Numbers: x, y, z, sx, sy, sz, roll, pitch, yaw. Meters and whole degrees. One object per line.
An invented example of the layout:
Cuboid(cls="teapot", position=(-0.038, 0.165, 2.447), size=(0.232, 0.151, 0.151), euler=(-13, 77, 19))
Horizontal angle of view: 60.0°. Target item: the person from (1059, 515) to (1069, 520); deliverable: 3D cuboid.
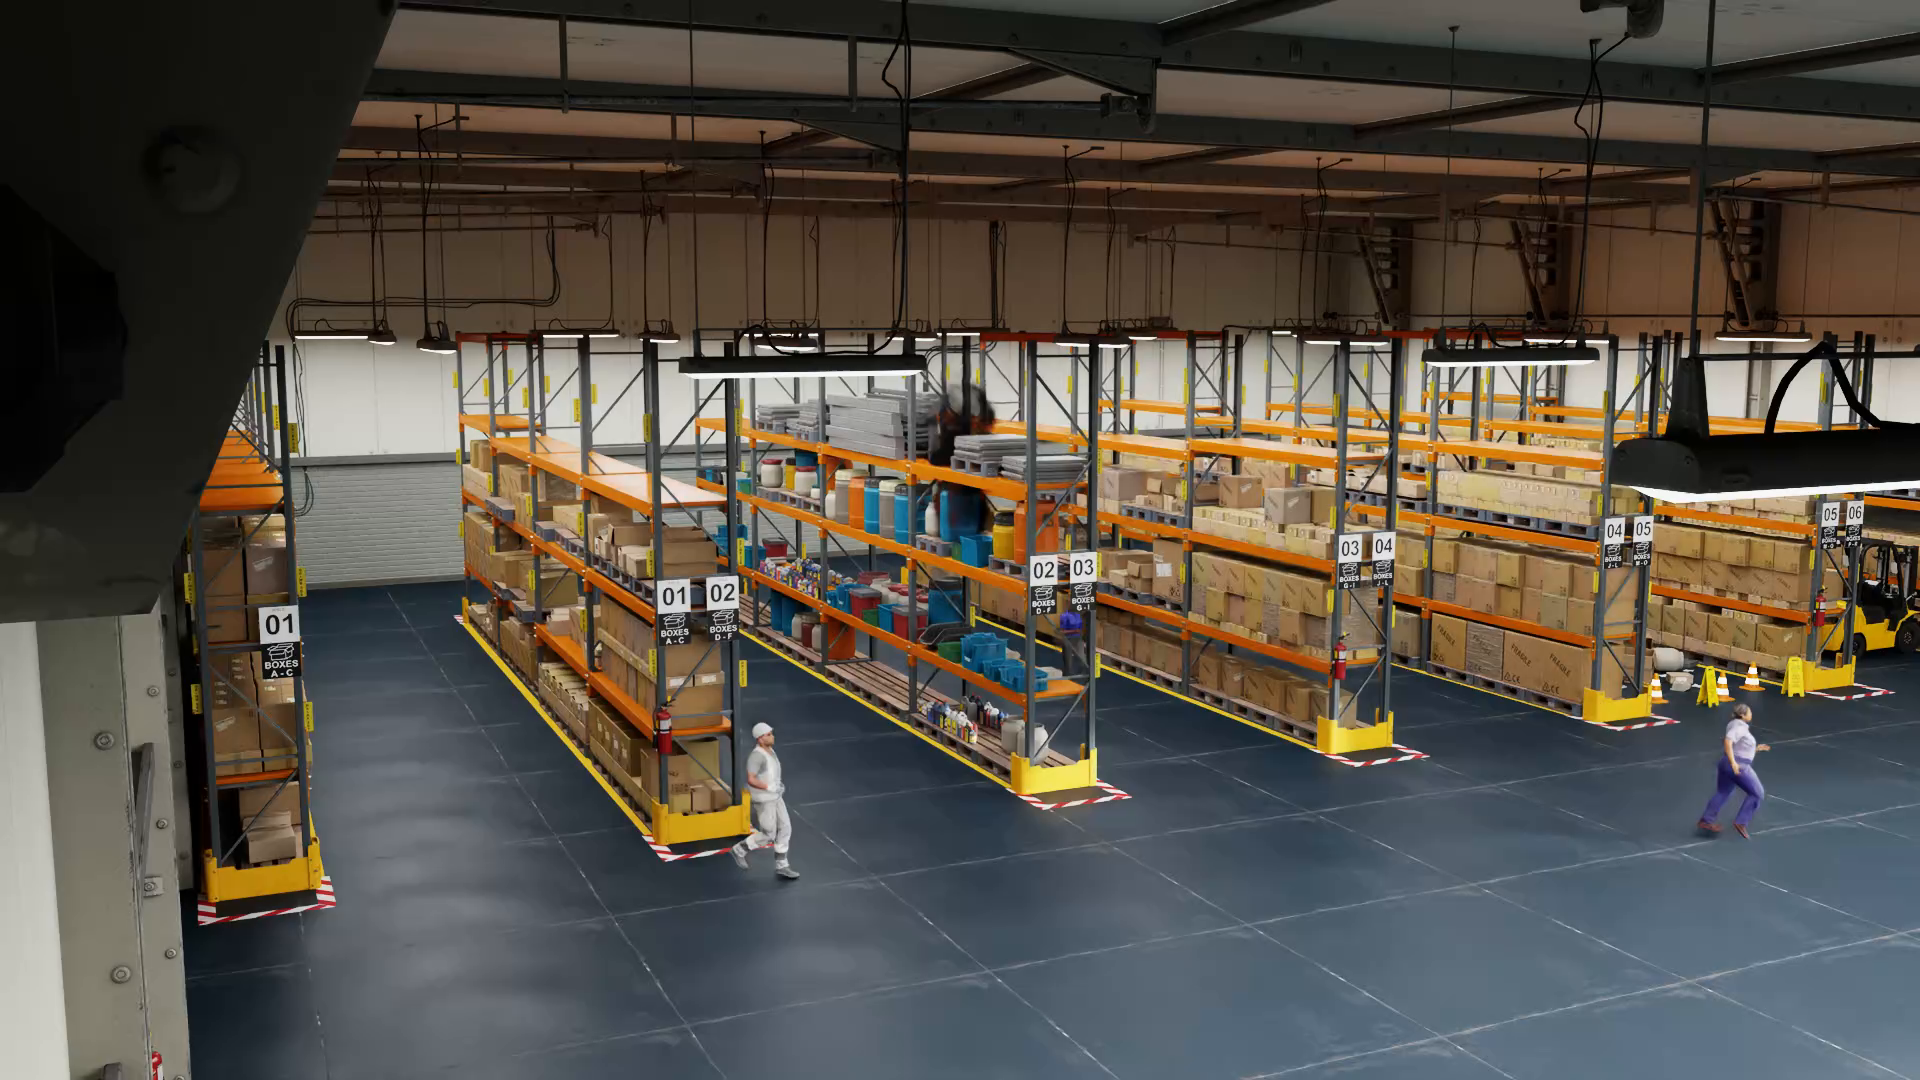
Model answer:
Cuboid(cls="person", position=(2.348, 0.220, 39.479), size=(0.727, 1.670, 0.840), euler=(-1, 8, -9))

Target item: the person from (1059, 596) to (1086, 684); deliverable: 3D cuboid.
Cuboid(cls="person", position=(1.906, 1.794, 27.842), size=(0.558, 1.656, 0.667), euler=(-5, 9, -32))

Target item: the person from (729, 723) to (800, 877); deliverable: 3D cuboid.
Cuboid(cls="person", position=(-2.209, 2.939, 18.774), size=(0.803, 1.780, 0.671), euler=(2, 8, 12))

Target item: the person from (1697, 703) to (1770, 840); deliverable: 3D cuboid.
Cuboid(cls="person", position=(9.450, 2.813, 20.227), size=(0.783, 1.688, 0.570), euler=(0, 8, 2))
